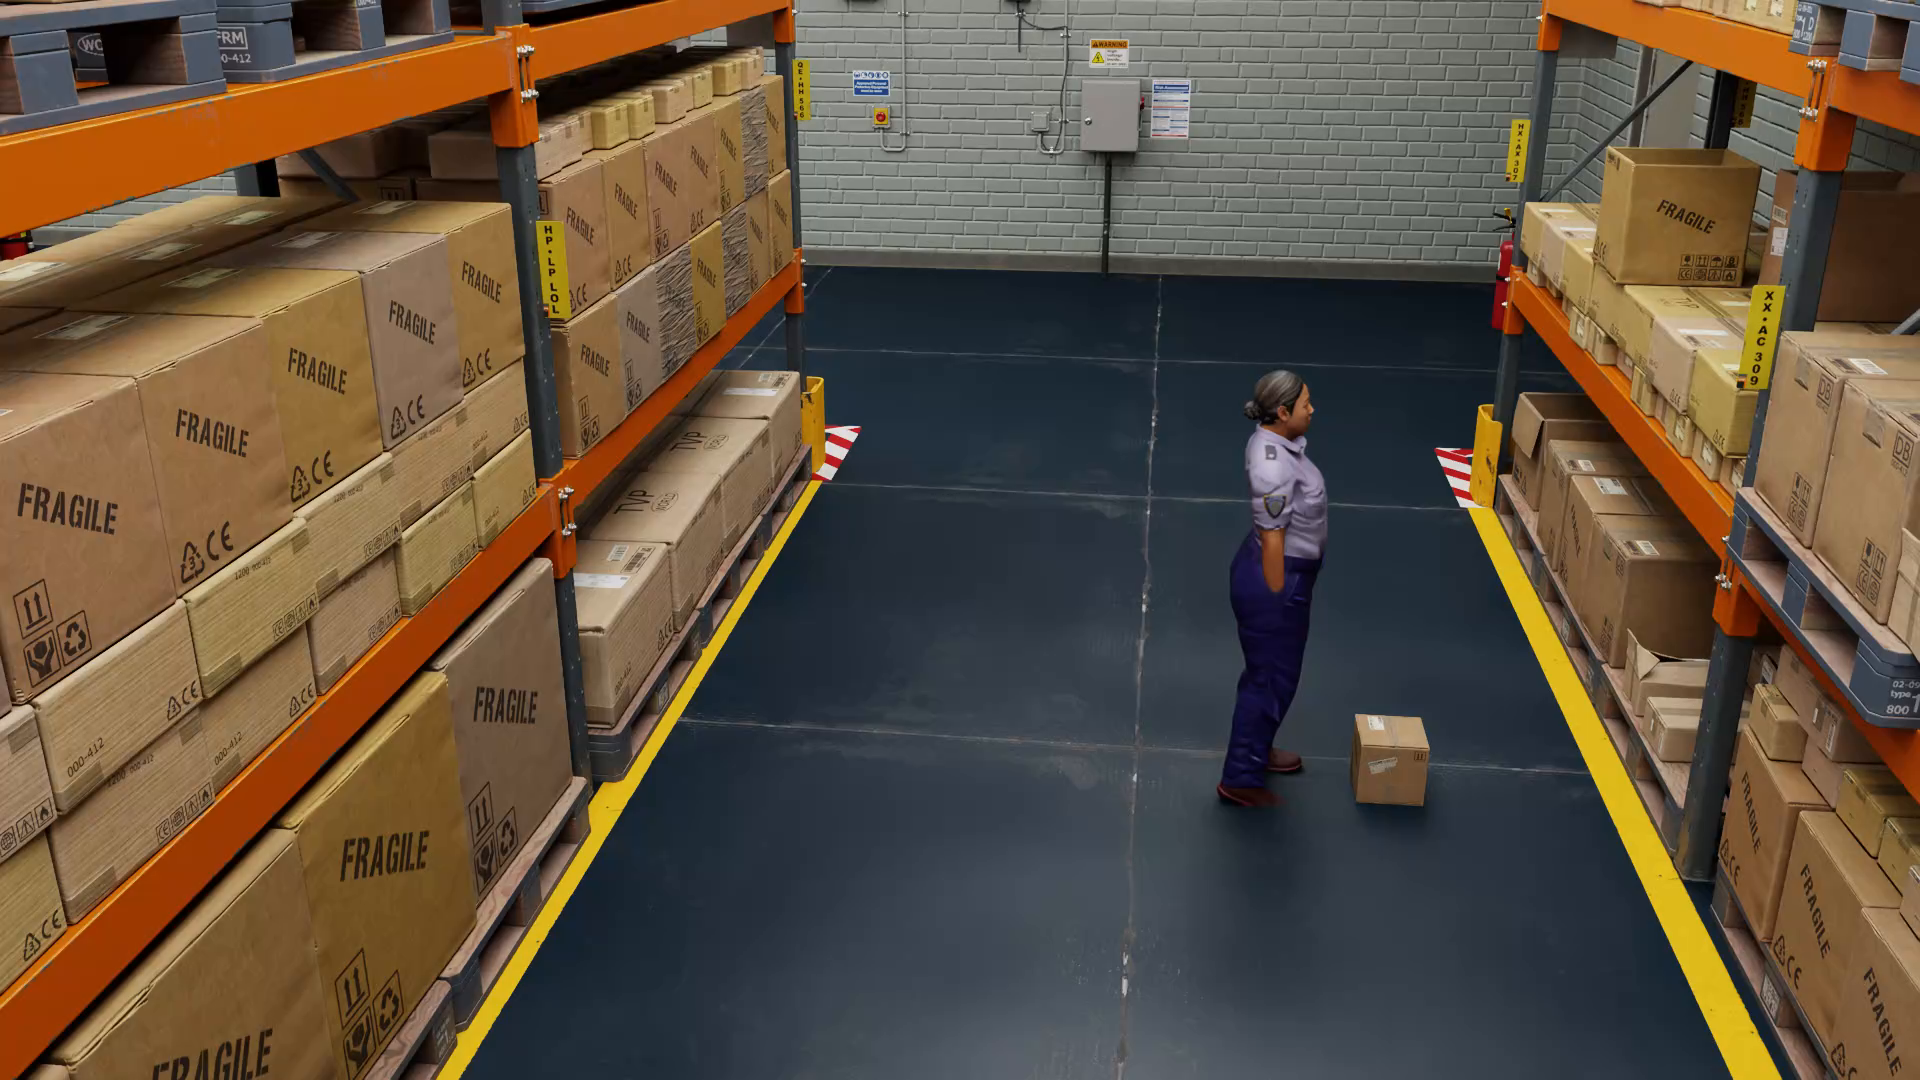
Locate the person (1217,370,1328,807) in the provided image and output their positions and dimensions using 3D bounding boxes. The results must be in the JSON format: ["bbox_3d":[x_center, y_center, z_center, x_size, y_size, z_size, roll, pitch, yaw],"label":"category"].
[{"bbox_3d":[1.172,0.187,6.188,0.344,1.685,0.462,3,22,8],"label":"person"}]
